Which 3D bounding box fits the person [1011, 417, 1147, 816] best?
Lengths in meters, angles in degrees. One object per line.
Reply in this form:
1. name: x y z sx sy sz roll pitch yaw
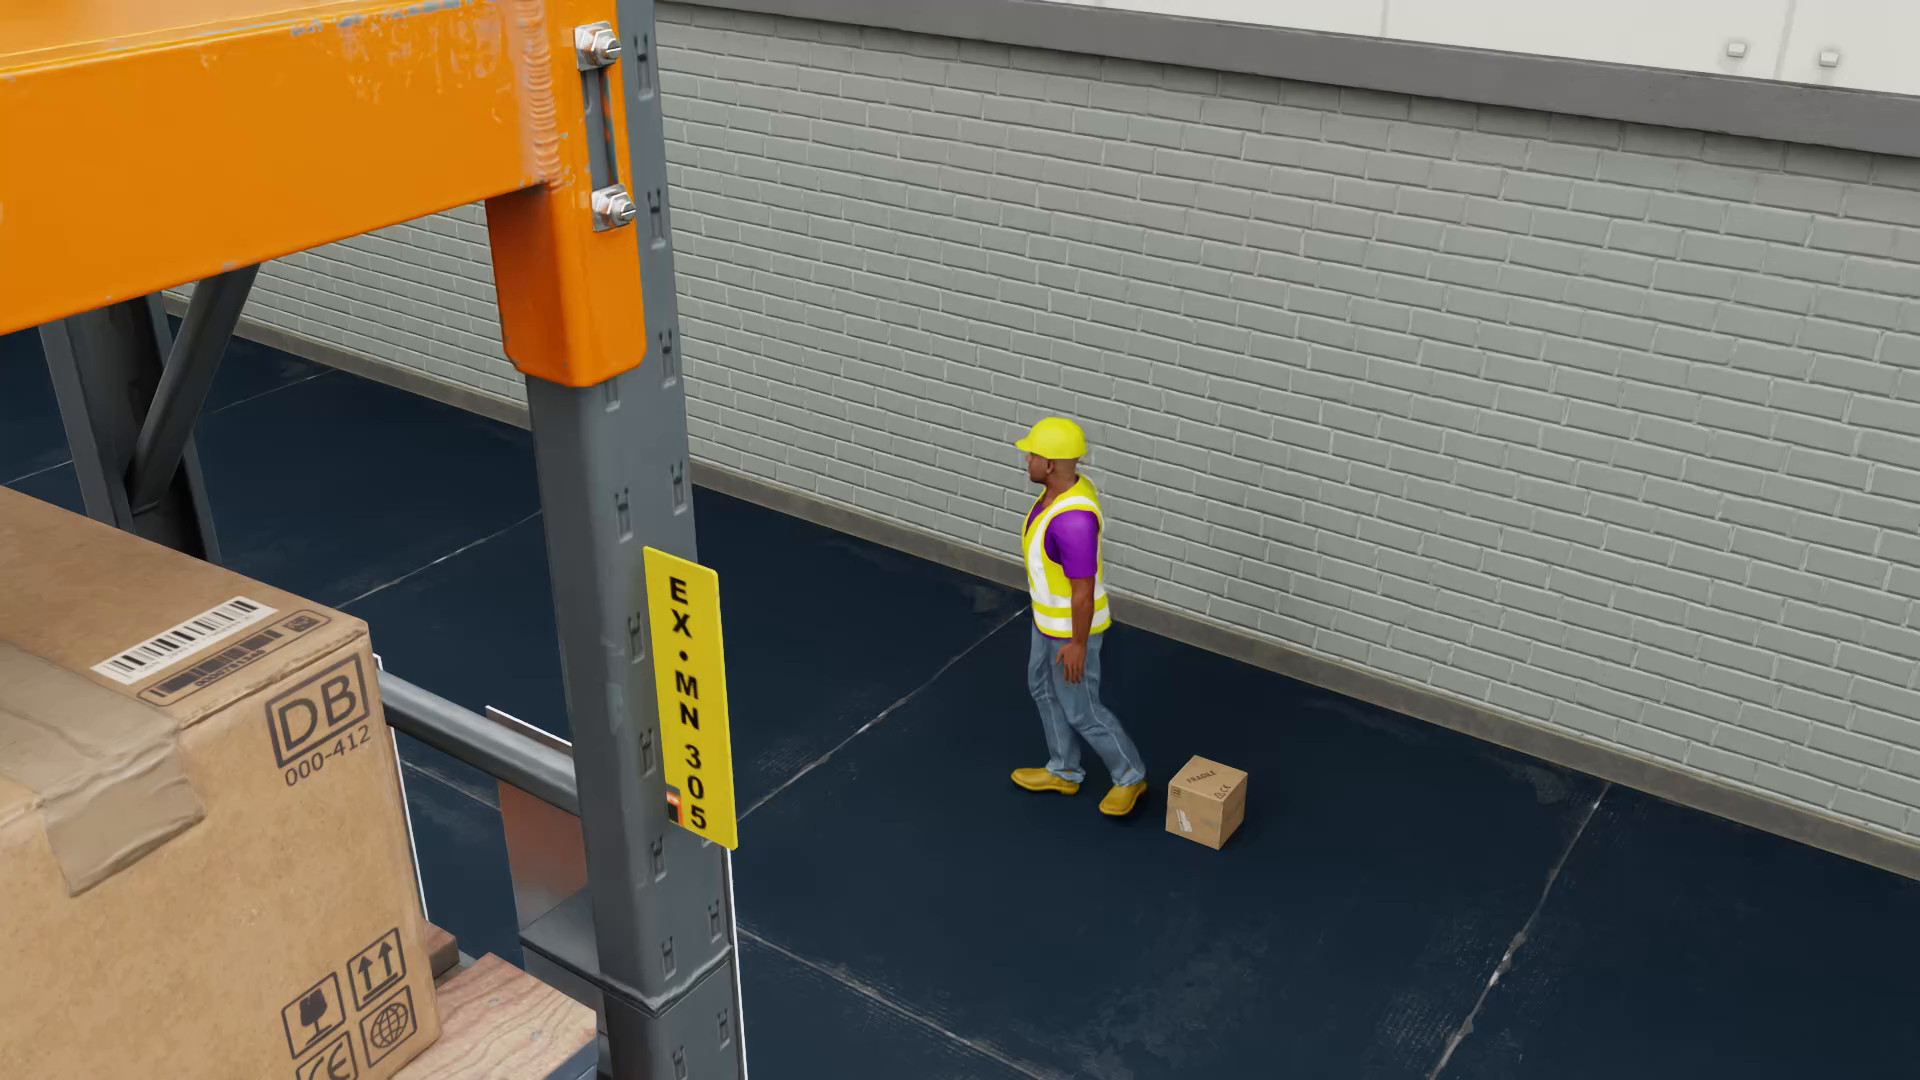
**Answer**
1. person: 0.519 0.324 6.957 0.580 1.755 0.607 -2 27 -4
